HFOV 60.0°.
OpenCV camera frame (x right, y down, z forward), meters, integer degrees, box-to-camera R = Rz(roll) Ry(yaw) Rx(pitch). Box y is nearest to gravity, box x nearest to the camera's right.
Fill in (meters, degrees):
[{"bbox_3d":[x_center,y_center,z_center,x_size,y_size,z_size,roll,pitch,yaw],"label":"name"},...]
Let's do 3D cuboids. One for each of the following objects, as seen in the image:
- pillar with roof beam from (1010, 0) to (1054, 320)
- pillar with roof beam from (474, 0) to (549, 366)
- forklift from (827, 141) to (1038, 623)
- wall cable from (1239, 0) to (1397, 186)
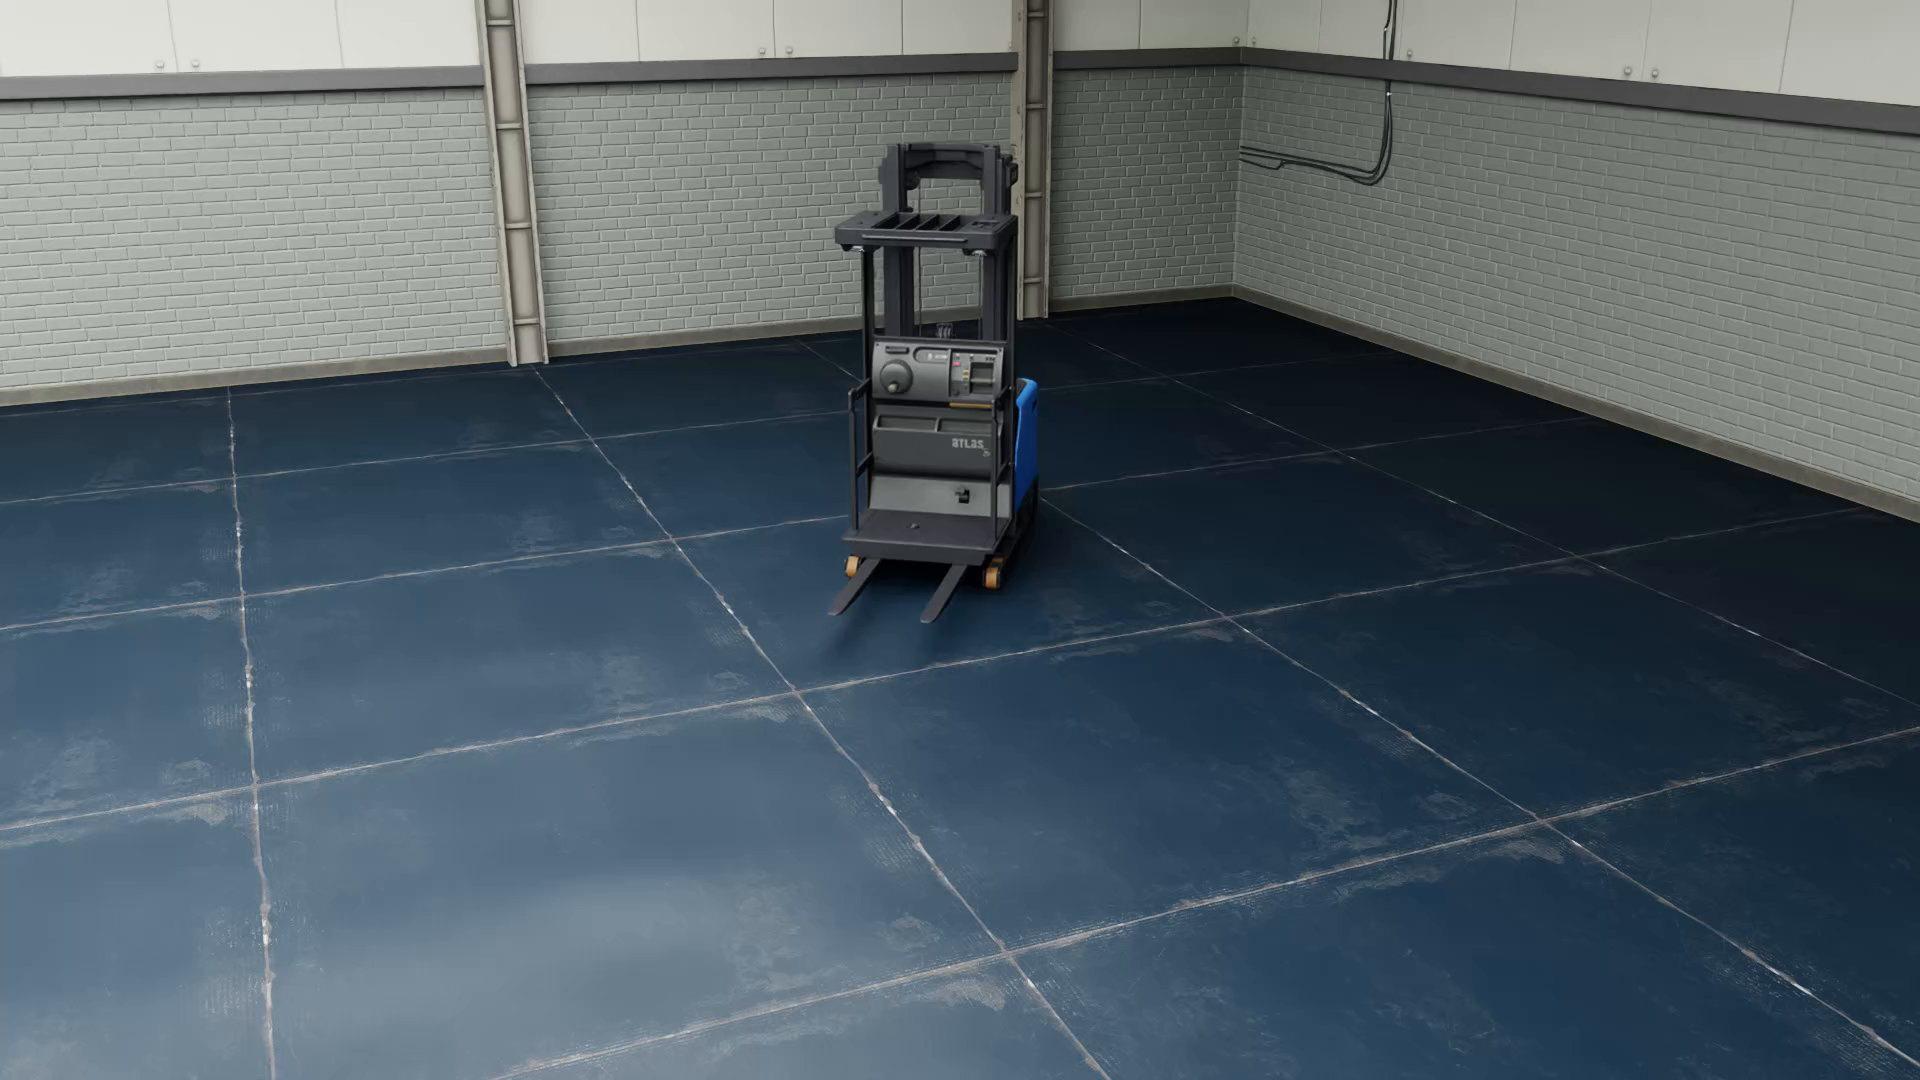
[{"bbox_3d":[2.539,-5.653,15.027,0.400,9.000,9.100,-8,21,-22],"label":"pillar with roof beam"},{"bbox_3d":[-2.970,-4.864,12.785,0.400,9.000,9.100,-8,21,-22],"label":"pillar with roof beam"},{"bbox_3d":[-0.197,-1.171,11.434,1.130,2.935,3.031,4,20,11],"label":"forklift"},{"bbox_3d":[4.063,-5.485,19.227,0.112,2.526,3.097,-8,21,-22],"label":"wall cable"}]
